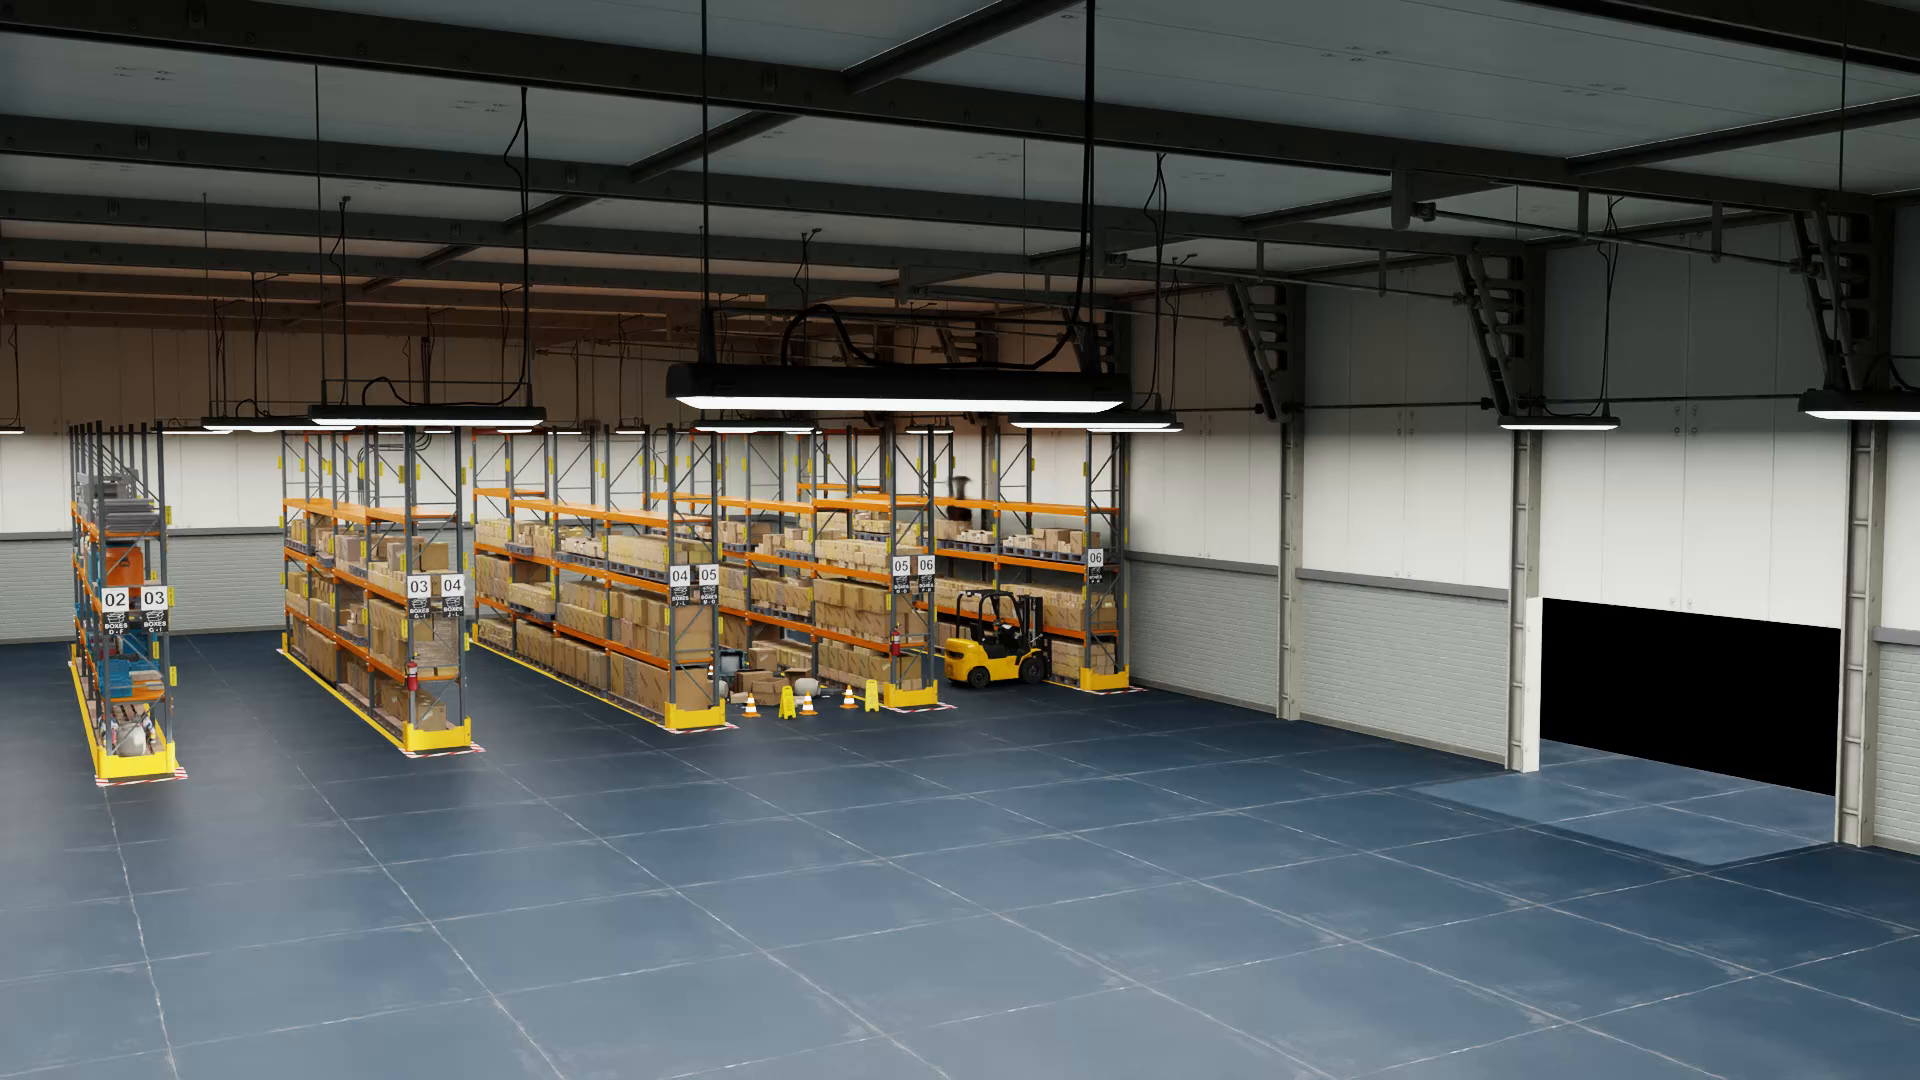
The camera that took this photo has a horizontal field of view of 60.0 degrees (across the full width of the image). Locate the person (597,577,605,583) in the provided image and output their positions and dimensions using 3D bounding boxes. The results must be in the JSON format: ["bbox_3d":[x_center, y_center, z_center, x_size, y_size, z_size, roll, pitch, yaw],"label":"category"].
[{"bbox_3d":[-11.103,1.747,51.513,0.609,1.618,0.724,2,4,27],"label":"person"}]

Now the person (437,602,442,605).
[{"bbox_3d":[-14.524,1.970,46.742,0.701,1.723,0.622,0,4,-5],"label":"person"}]
